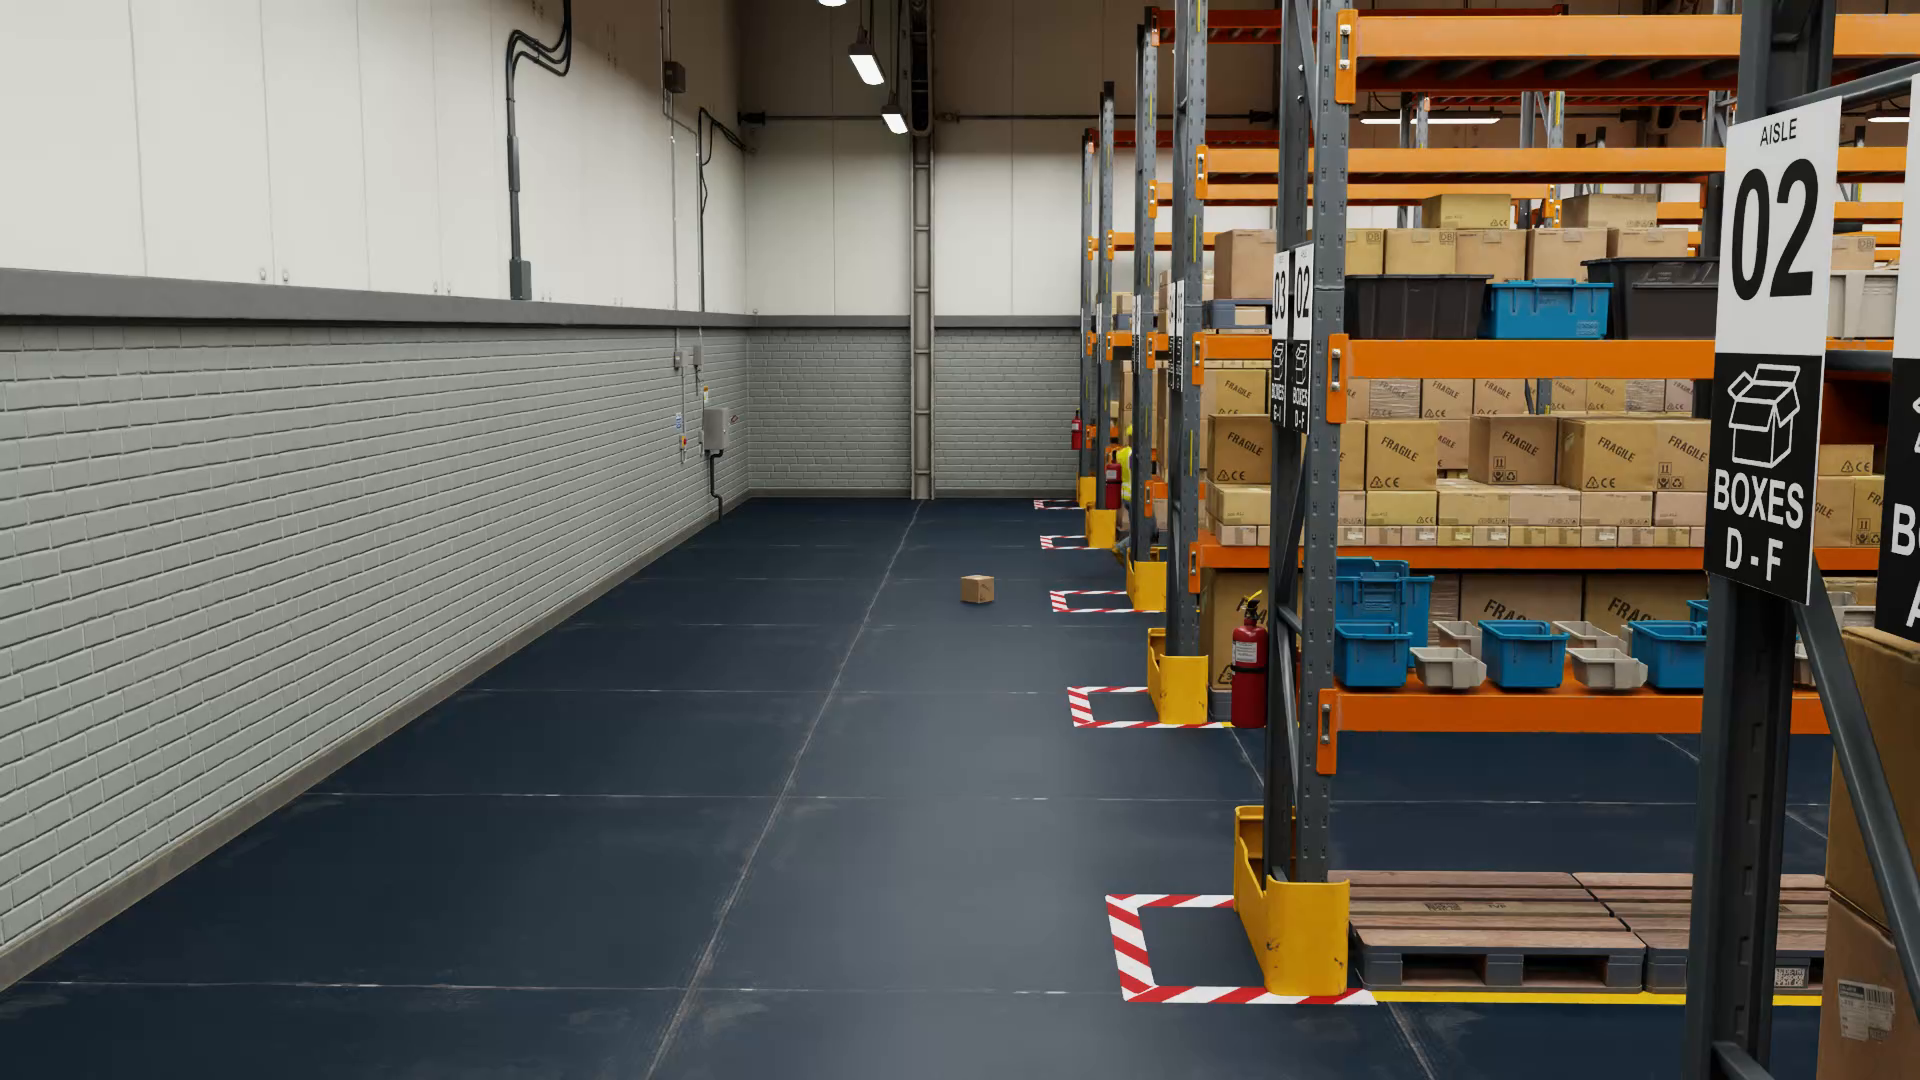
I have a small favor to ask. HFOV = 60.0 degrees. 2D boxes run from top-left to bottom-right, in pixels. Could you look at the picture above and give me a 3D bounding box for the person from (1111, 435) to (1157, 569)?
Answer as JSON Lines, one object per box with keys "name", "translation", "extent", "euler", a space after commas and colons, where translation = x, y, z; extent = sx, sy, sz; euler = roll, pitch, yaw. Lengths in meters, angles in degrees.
{"name": "person", "translation": [2.019, -0.456, 19.308], "extent": [0.589, 1.717, 0.600], "euler": [-2, 7, -15]}
